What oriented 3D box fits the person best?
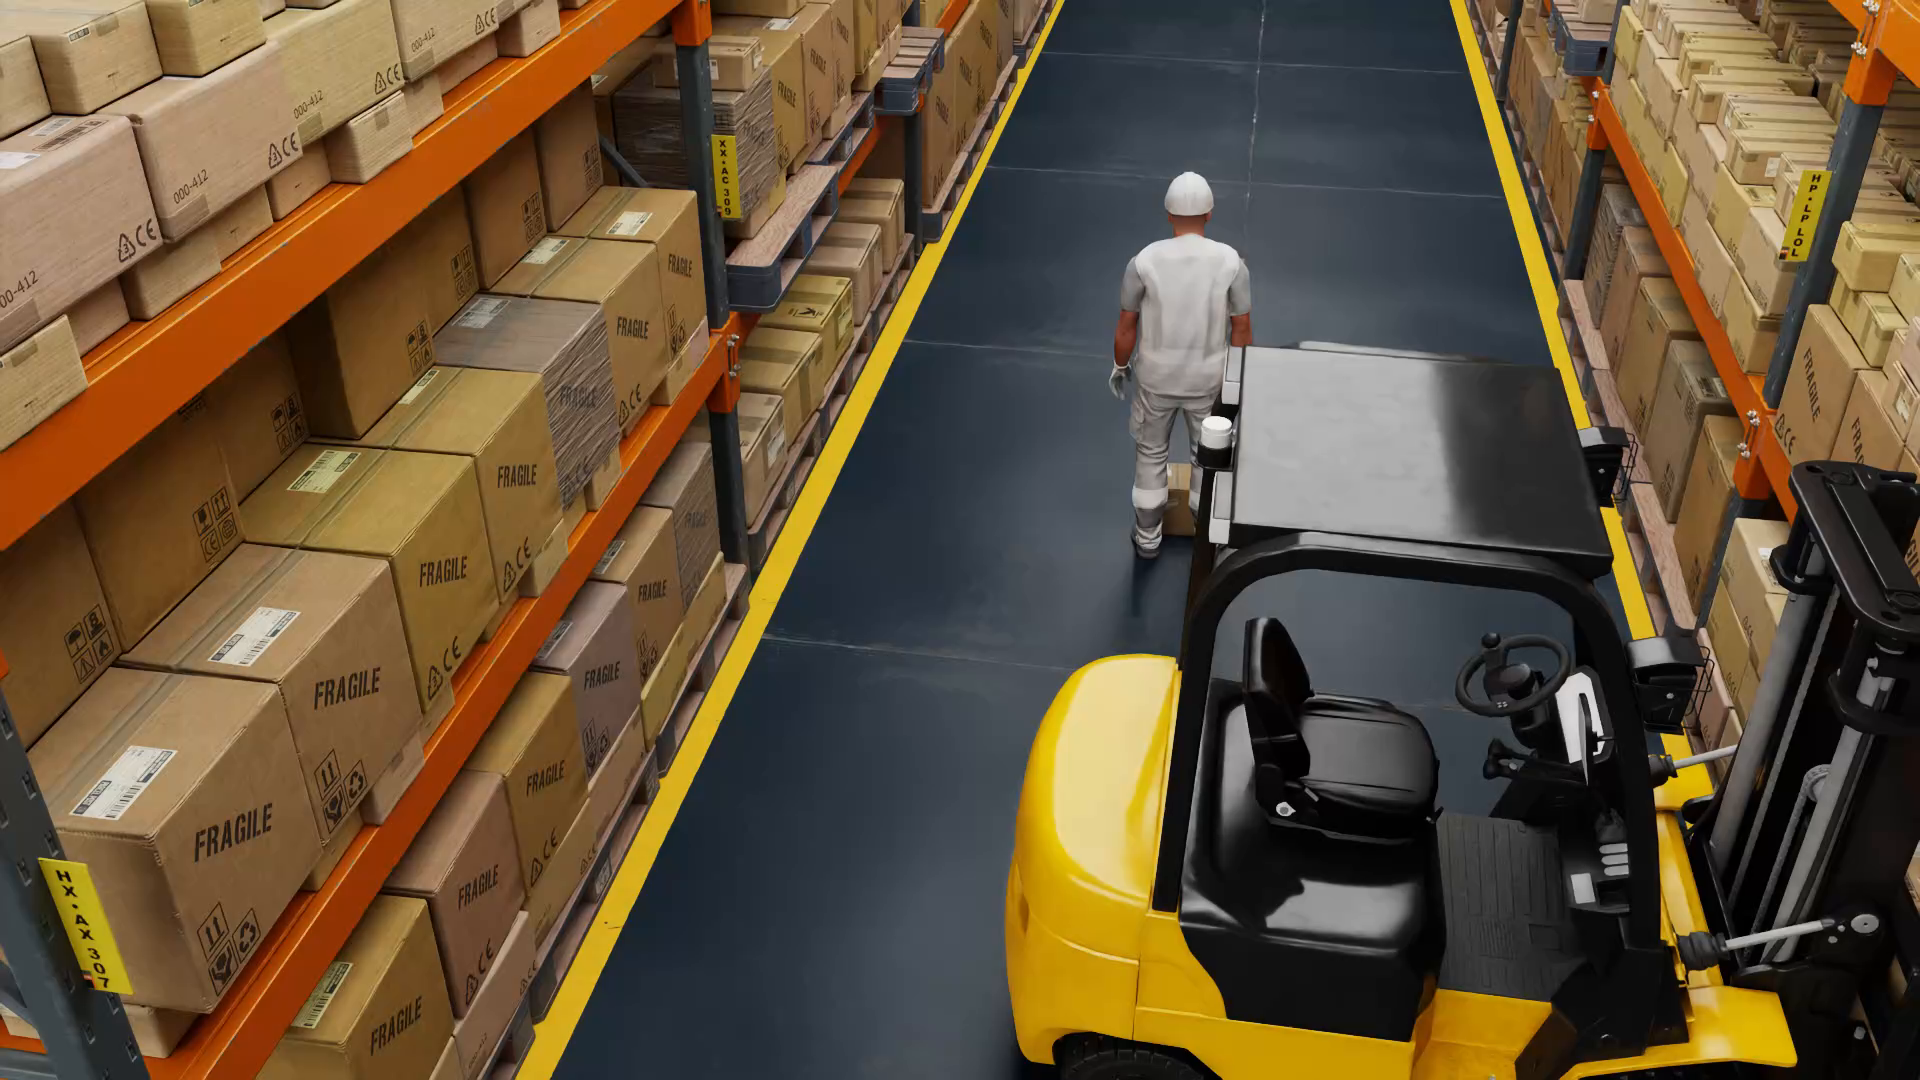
[{"bbox_3d":[0.966,-0.723,7.274,0.623,1.780,0.446,4,32,6],"label":"person"}]
